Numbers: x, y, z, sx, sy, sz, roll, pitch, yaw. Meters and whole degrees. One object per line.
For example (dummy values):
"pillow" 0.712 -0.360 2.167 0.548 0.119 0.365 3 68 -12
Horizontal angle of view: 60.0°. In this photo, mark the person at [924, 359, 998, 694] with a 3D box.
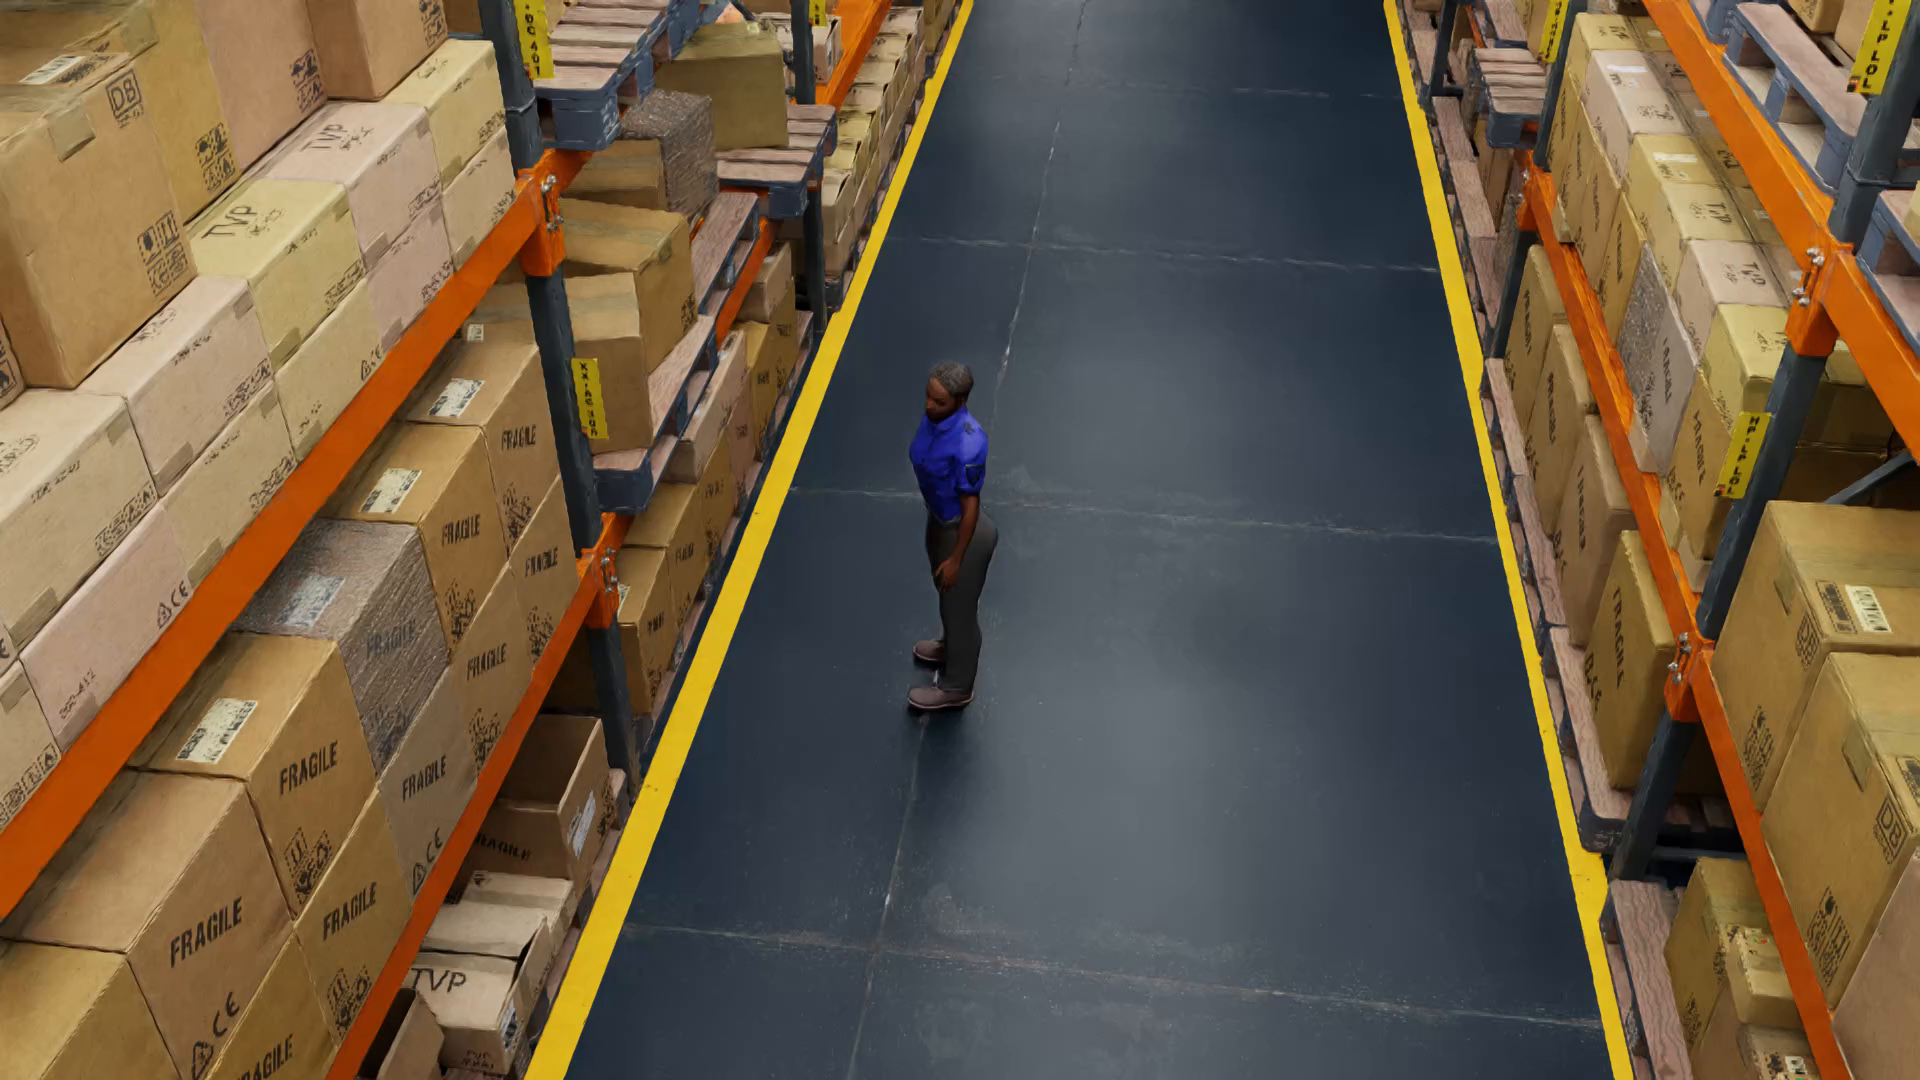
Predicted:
"person" -0.030 -0.066 7.022 0.319 1.588 0.493 -13 38 -17
